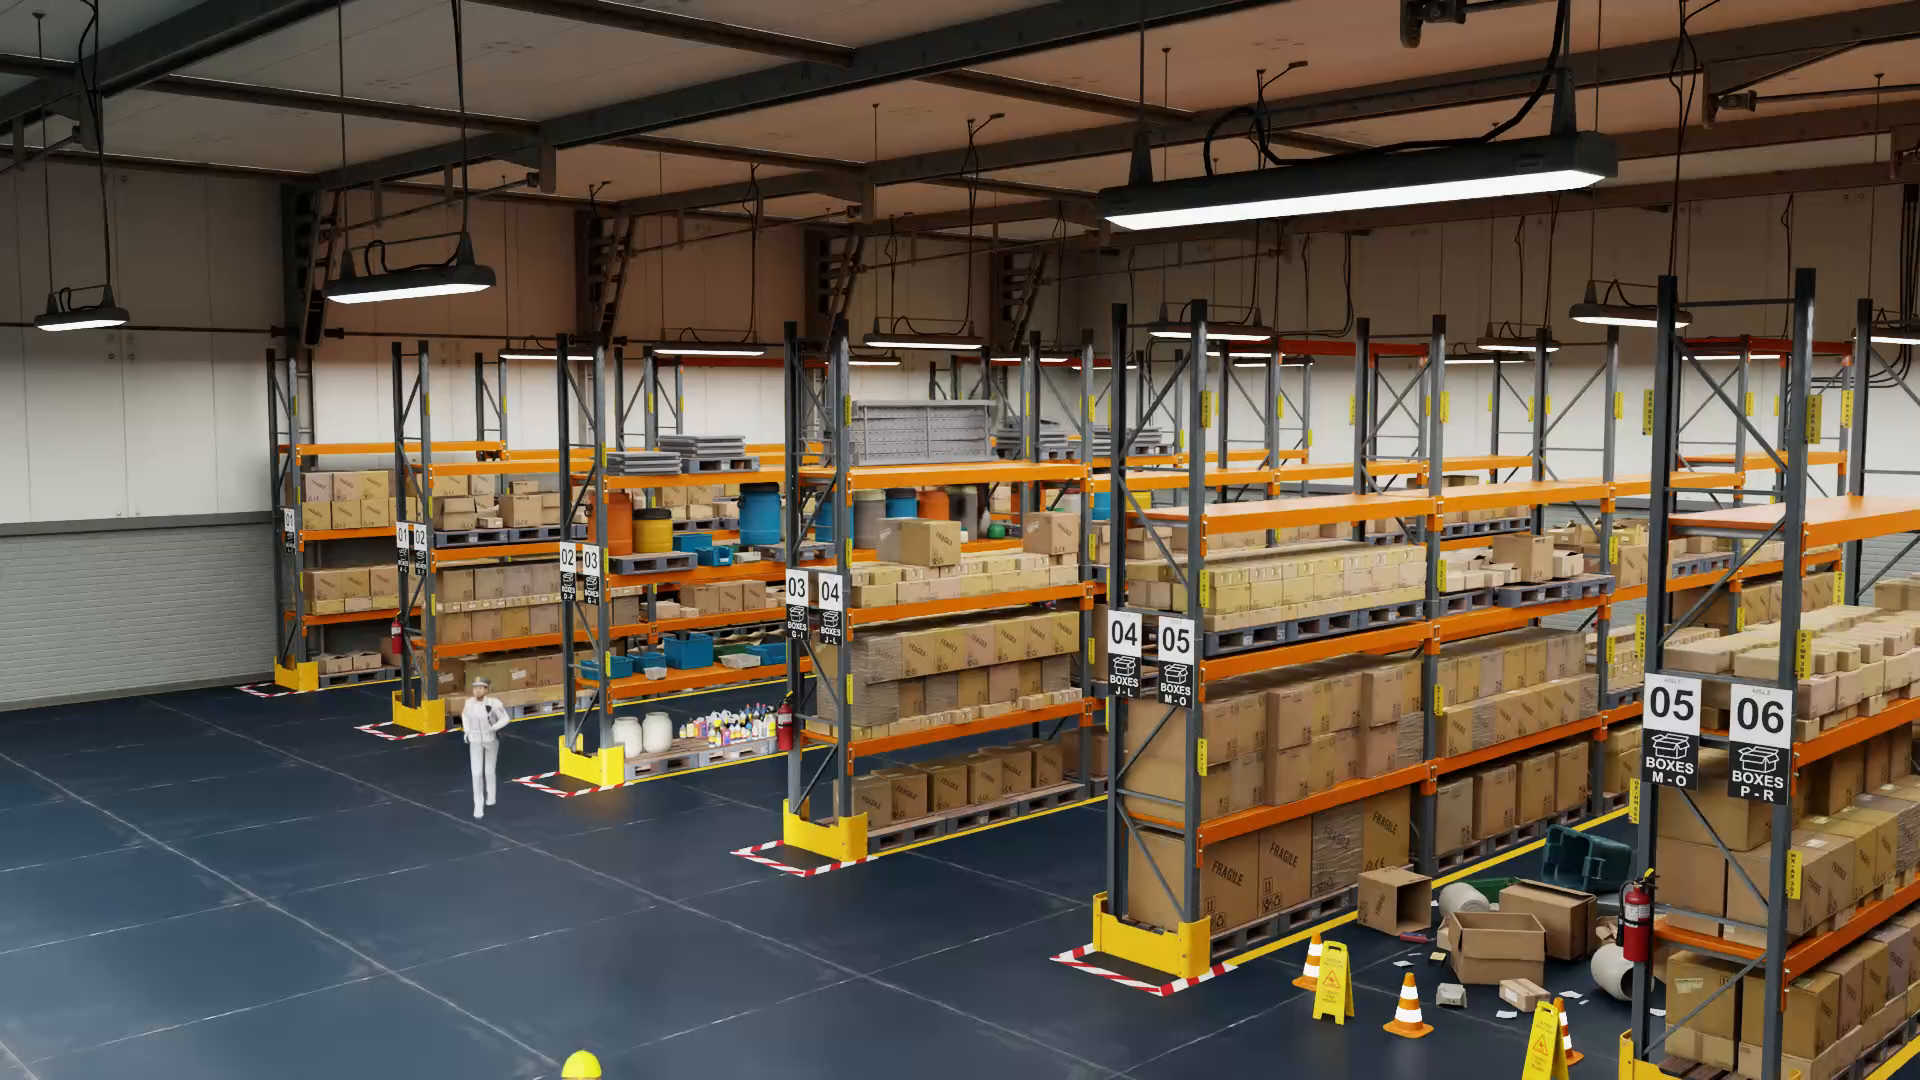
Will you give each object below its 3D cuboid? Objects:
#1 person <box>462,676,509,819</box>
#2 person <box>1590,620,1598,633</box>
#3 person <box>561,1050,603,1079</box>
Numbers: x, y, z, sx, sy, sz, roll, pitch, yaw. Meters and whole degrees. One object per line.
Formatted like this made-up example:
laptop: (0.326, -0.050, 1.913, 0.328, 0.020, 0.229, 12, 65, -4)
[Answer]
person: (-5.897, 2.539, 20.667, 0.608, 1.752, 0.721, -1, 5, -7)
person: (9.726, 2.088, 25.210, 1.001, 1.797, 0.670, -4, 7, -41)
person: (-1.960, 3.542, 8.693, 0.686, 1.770, 0.692, 0, 5, -3)
